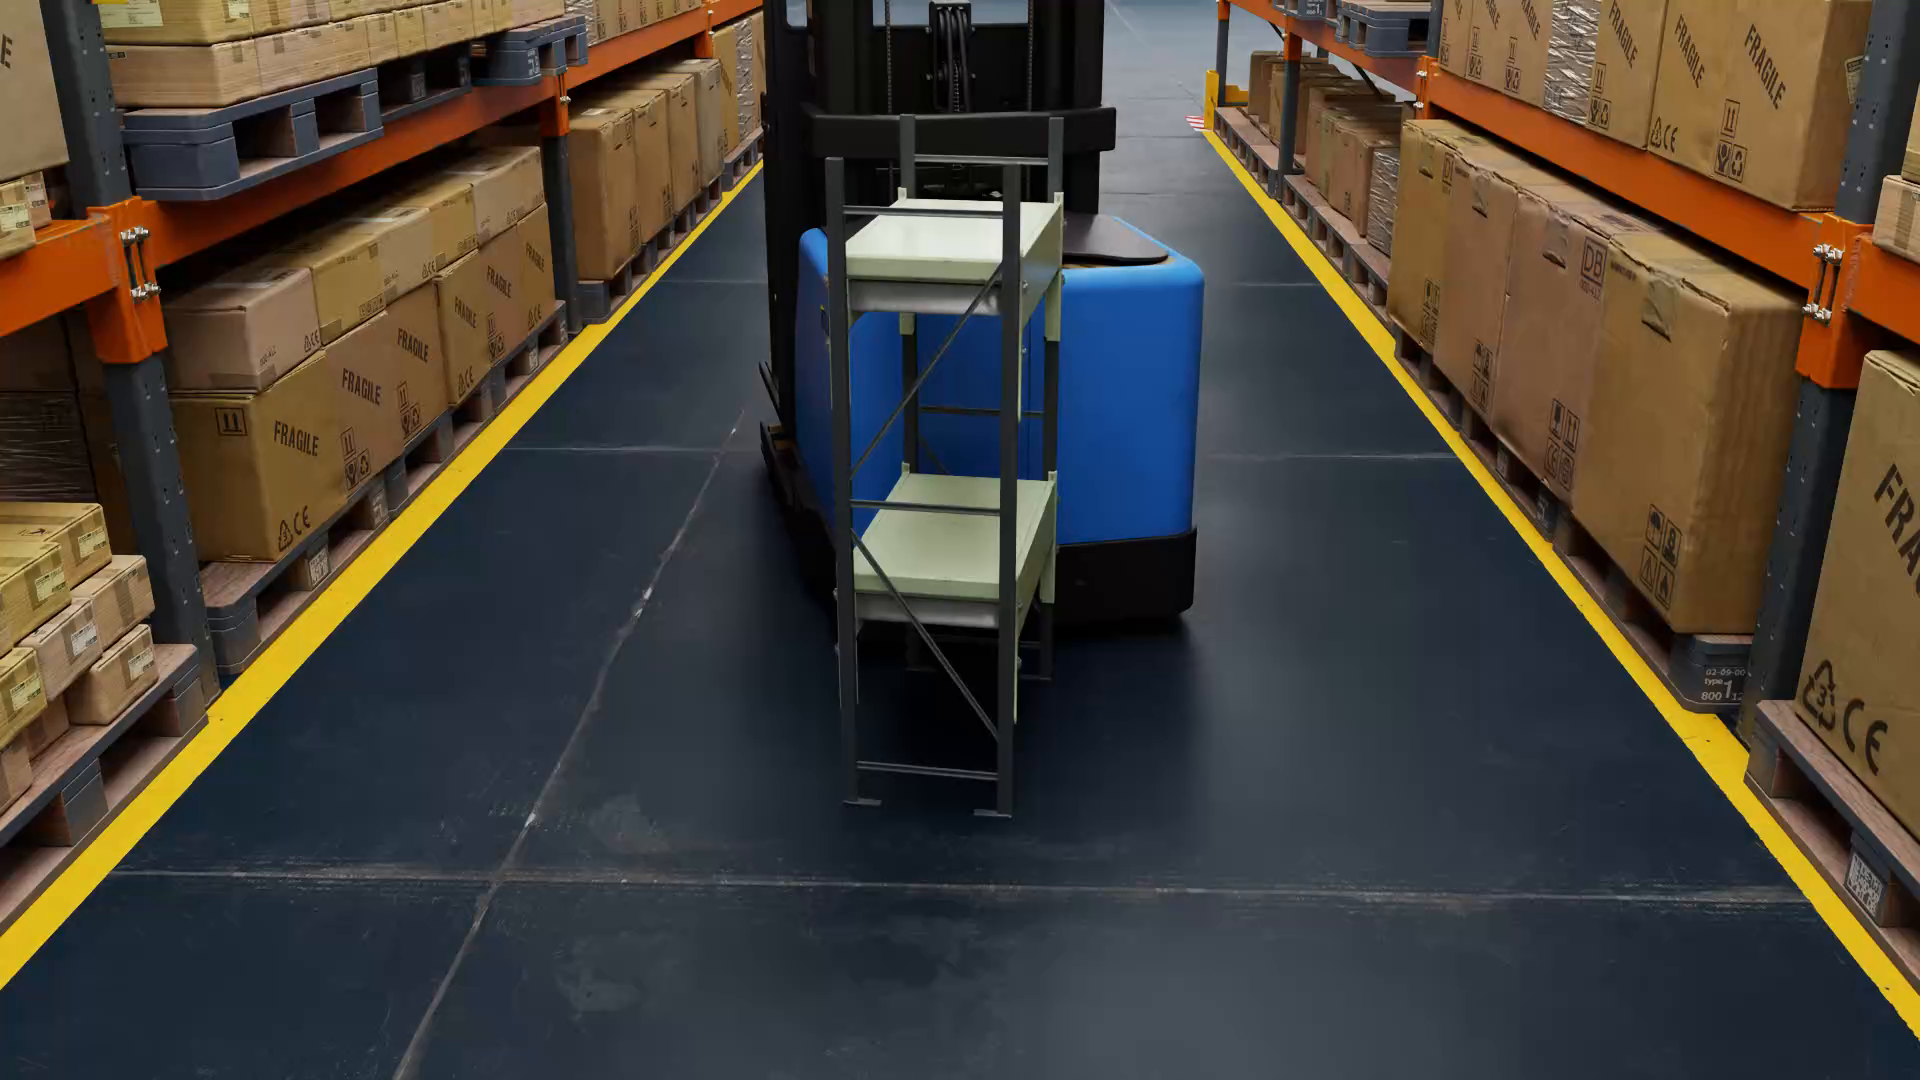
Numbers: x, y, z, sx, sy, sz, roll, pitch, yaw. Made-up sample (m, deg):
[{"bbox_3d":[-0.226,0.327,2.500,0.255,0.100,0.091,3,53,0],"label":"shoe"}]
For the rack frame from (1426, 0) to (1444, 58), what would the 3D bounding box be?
[{"bbox_3d":[2.597,-2.321,7.364,1.000,3.000,0.127,1,21,2],"label":"rack frame"}]

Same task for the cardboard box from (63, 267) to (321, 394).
[{"bbox_3d":[-2.192,-0.610,4.793,0.500,0.250,0.500,0,21,-1],"label":"cardboard box"}]

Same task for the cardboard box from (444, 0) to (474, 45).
[{"bbox_3d":[-1.957,-1.844,5.900,0.380,0.149,0.250,1,21,3],"label":"cardboard box"}]

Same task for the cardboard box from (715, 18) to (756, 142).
[{"bbox_3d":[-2.123,-3.616,13.059,0.875,0.875,0.875,1,21,2],"label":"cardboard box"}]

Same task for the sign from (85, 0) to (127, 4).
[{"bbox_3d":[-1.936,-1.366,3.706,0.100,0.325,0.005,1,21,2],"label":"sign"}]

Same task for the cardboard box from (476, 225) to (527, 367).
[{"bbox_3d":[-2.135,-1.014,6.871,0.500,0.500,0.500,1,21,4],"label":"cardboard box"}]

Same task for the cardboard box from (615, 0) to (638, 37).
[{"bbox_3d":[-2.045,-2.984,8.935,0.500,0.500,0.500,1,21,2],"label":"cardboard box"}]

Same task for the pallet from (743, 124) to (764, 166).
[{"bbox_3d":[-2.100,-3.275,13.677,1.003,0.211,1.213,1,21,2],"label":"pallet"}]

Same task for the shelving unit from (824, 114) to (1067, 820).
[{"bbox_3d":[-0.012,-0.197,3.963,0.431,1.500,0.755,4,22,9],"label":"shelving unit"}]

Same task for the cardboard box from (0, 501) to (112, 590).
[{"bbox_3d":[-2.229,0.022,3.864,0.380,0.149,0.250,1,21,3],"label":"cardboard box"}]

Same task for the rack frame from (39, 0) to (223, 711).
[{"bbox_3d":[-2.479,-0.966,3.871,1.000,3.000,0.127,1,21,2],"label":"rack frame"}]

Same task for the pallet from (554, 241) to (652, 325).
[{"bbox_3d":[-2.258,-1.396,8.836,1.003,0.211,1.213,1,21,2],"label":"pallet"}]

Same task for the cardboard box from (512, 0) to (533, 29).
[{"bbox_3d":[-1.929,-2.125,6.624,0.380,0.149,0.250,1,21,3],"label":"cardboard box"}]

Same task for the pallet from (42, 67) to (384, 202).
[{"bbox_3d":[-2.310,-1.151,4.614,1.003,0.211,1.213,1,21,2],"label":"pallet"}]

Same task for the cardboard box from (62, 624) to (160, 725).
[{"bbox_3d":[-2.150,0.313,3.936,0.380,0.149,0.250,1,21,2],"label":"cardboard box"}]

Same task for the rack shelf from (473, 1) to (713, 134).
[{"bbox_3d":[-2.296,-2.800,9.593,1.077,0.370,4.000,1,21,2],"label":"rack shelf"}]

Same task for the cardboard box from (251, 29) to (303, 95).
[{"bbox_3d":[-2.004,-1.282,4.453,0.380,0.149,0.250,1,21,2],"label":"cardboard box"}]

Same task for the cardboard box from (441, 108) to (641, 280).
[{"bbox_3d":[-2.249,-1.778,8.495,1.050,0.750,0.750,0,21,1],"label":"cardboard box"}]

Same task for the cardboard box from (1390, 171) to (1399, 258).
[{"bbox_3d":[2.598,-1.603,8.361,0.700,0.500,0.500,0,21,-1],"label":"cardboard box"}]

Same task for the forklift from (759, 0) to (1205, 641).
[{"bbox_3d":[-0.131,-1.587,5.566,1.130,2.935,3.031,-4,22,-11],"label":"forklift"}]

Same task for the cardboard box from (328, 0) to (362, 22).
[{"bbox_3d":[-1.986,-1.602,4.865,0.380,0.149,0.250,0,21,-1],"label":"cardboard box"}]

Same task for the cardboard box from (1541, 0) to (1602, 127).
[{"bbox_3d":[2.268,-1.642,5.477,0.500,0.500,0.500,1,21,2],"label":"cardboard box"}]

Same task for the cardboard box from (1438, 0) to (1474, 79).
[{"bbox_3d":[2.311,-2.195,6.901,0.500,0.500,0.500,1,21,3],"label":"cardboard box"}]

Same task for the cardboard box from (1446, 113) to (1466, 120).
[{"bbox_3d":[2.588,-1.953,8.226,0.500,0.250,0.500,1,21,4],"label":"cardboard box"}]

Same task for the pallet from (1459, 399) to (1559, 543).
[{"bbox_3d":[2.458,-0.297,6.002,1.003,0.211,1.213,1,21,2],"label":"pallet"}]

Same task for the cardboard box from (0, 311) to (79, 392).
[{"bbox_3d":[-2.709,-0.618,4.813,0.500,0.250,0.500,0,21,0],"label":"cardboard box"}]

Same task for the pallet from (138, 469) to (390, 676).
[{"bbox_3d":[-2.457,0.053,5.101,1.003,0.211,1.213,1,21,2],"label":"pallet"}]

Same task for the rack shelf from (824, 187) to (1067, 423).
[{"bbox_3d":[-0.012,-0.561,3.822,0.431,0.370,0.720,4,22,9],"label":"rack shelf"}]

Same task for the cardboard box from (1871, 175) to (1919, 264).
[{"bbox_3d":[2.134,-0.654,3.416,0.380,0.149,0.250,1,21,2],"label":"cardboard box"}]

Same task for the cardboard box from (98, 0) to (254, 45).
[{"bbox_3d":[-2.007,-1.320,4.141,0.380,0.149,0.250,1,21,2],"label":"cardboard box"}]

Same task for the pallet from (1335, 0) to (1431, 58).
[{"bbox_3d":[2.513,-2.490,8.066,1.213,0.211,1.003,1,21,2],"label":"pallet"}]

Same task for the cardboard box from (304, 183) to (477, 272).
[{"bbox_3d":[-2.152,-1.176,6.250,0.500,0.250,0.500,1,21,3],"label":"cardboard box"}]

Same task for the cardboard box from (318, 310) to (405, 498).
[{"bbox_3d":[-2.177,-0.452,5.422,0.500,0.500,0.500,2,21,4],"label":"cardboard box"}]

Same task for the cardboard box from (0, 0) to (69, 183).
[{"bbox_3d":[-2.211,-0.973,3.341,0.500,0.500,0.500,1,21,2],"label":"cardboard box"}]

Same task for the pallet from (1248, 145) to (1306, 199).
[{"bbox_3d":[2.704,-2.710,12.223,1.003,0.211,1.213,1,21,2],"label":"pallet"}]

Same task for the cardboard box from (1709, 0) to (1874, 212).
[{"bbox_3d":[2.217,-1.093,4.062,0.500,0.500,0.500,1,21,2],"label":"cardboard box"}]

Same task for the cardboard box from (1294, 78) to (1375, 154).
[{"bbox_3d":[2.781,-3.149,12.373,0.500,0.500,0.500,8,22,19],"label":"cardboard box"}]

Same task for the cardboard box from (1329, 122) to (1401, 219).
[{"bbox_3d":[2.629,-2.211,9.927,0.700,0.500,0.500,-1,21,-3],"label":"cardboard box"}]

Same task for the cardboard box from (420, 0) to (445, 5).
[{"bbox_3d":[-1.962,-1.886,5.598,0.380,0.149,0.250,0,21,1],"label":"cardboard box"}]

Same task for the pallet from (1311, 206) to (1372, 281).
[{"bbox_3d":[2.663,-1.743,9.730,1.003,0.211,1.213,1,21,2],"label":"pallet"}]

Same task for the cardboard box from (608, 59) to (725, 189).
[{"bbox_3d":[-2.164,-2.780,11.076,1.050,0.750,0.750,1,21,1],"label":"cardboard box"}]

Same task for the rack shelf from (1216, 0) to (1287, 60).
[{"bbox_3d":[2.780,-4.155,13.085,1.077,0.370,4.000,1,21,2],"label":"rack shelf"}]

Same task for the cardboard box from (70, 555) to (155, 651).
[{"bbox_3d":[-2.171,0.146,3.955,0.380,0.149,0.250,1,21,3],"label":"cardboard box"}]

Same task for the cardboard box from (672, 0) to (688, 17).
[{"bbox_3d":[-2.000,-3.531,10.343,0.500,0.500,0.500,0,21,1],"label":"cardboard box"}]

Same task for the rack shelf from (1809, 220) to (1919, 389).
[{"bbox_3d":[2.415,0.184,1.903,1.077,0.370,4.000,1,21,2],"label":"rack shelf"}]

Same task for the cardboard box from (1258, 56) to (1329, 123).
[{"bbox_3d":[2.821,-3.802,14.055,0.500,0.500,0.500,6,22,16],"label":"cardboard box"}]

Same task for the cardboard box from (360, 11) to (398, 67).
[{"bbox_3d":[-1.977,-1.555,5.157,0.380,0.149,0.250,0,21,-1],"label":"cardboard box"}]

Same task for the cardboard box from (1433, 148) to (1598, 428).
[{"bbox_3d":[2.521,-0.955,6.199,1.225,0.875,0.875,1,21,2],"label":"cardboard box"}]
